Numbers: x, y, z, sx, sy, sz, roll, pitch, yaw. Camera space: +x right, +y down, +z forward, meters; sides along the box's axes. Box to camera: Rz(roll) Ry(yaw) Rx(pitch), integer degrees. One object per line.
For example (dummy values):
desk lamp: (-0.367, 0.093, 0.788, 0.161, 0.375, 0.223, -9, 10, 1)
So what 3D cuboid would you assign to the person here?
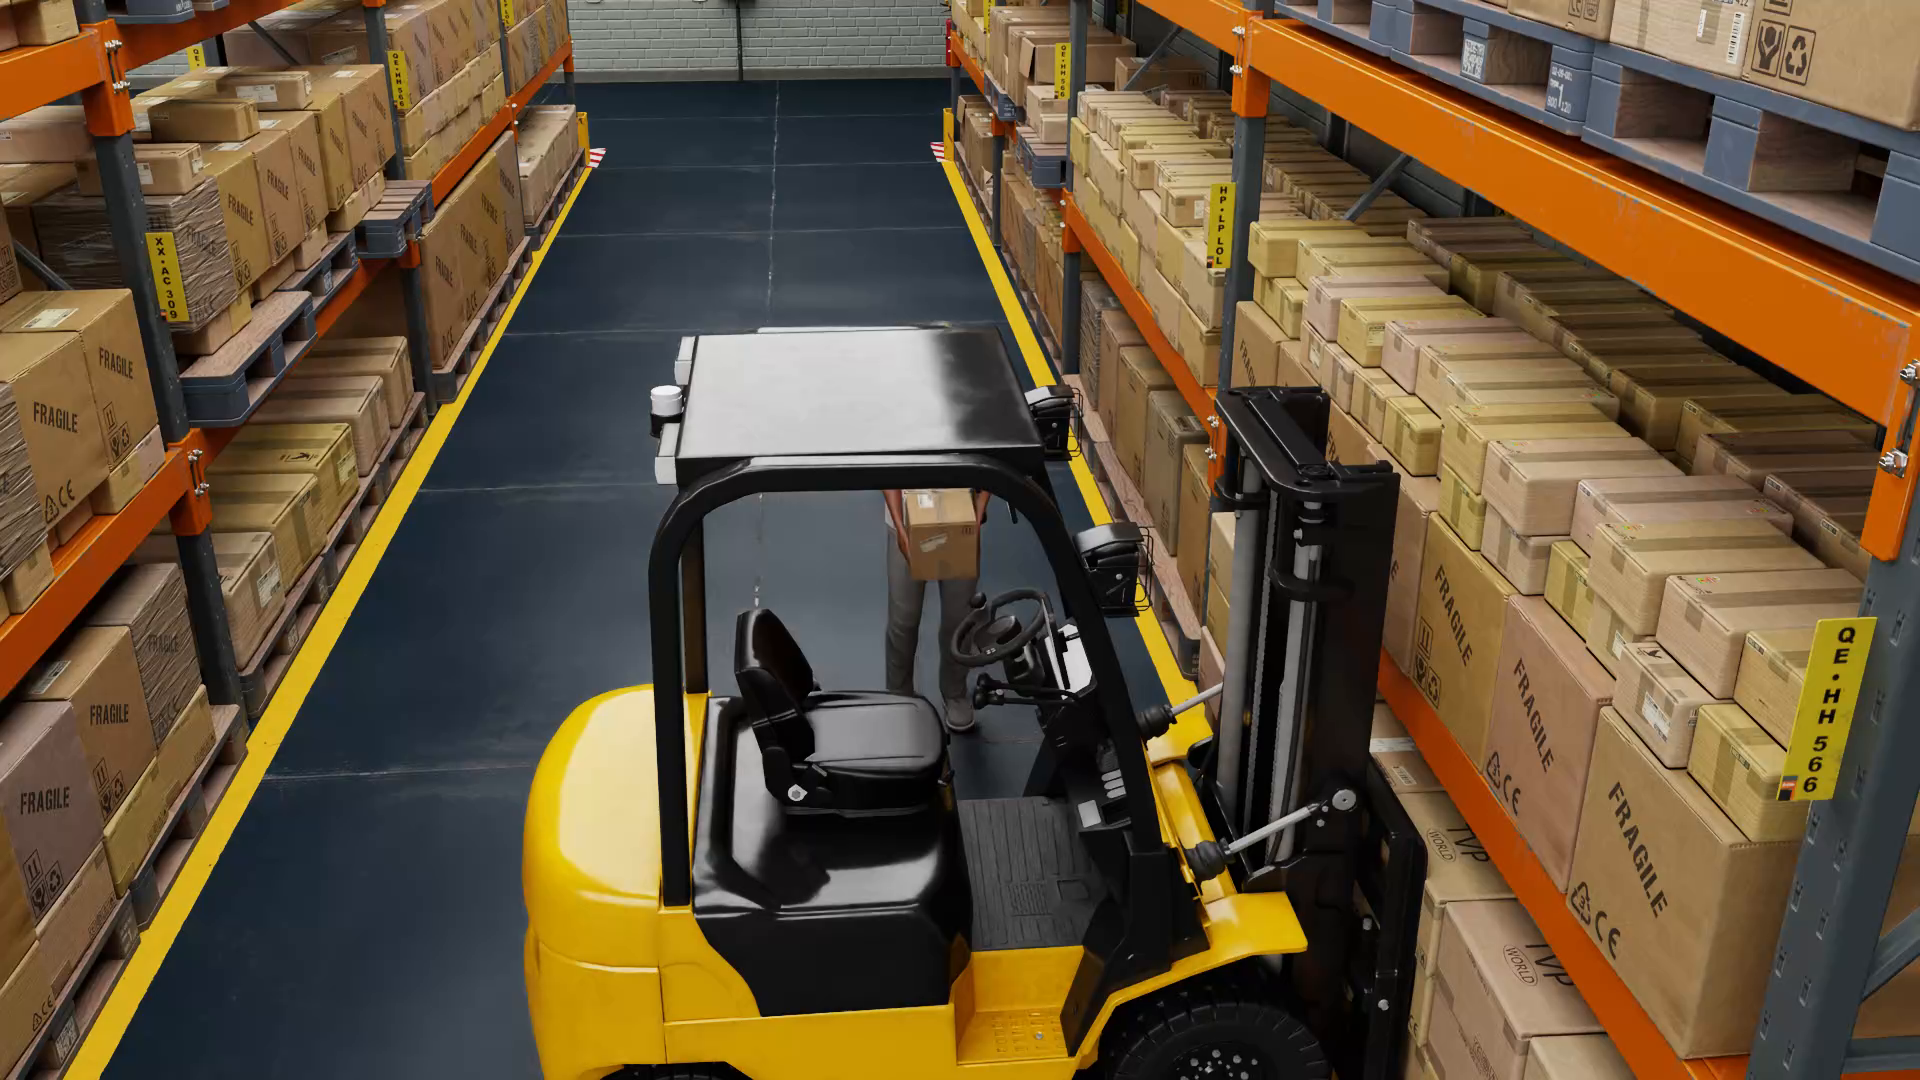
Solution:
person: (-0.094, -0.029, 6.617, 0.471, 1.702, 0.522, -2, 24, -5)
